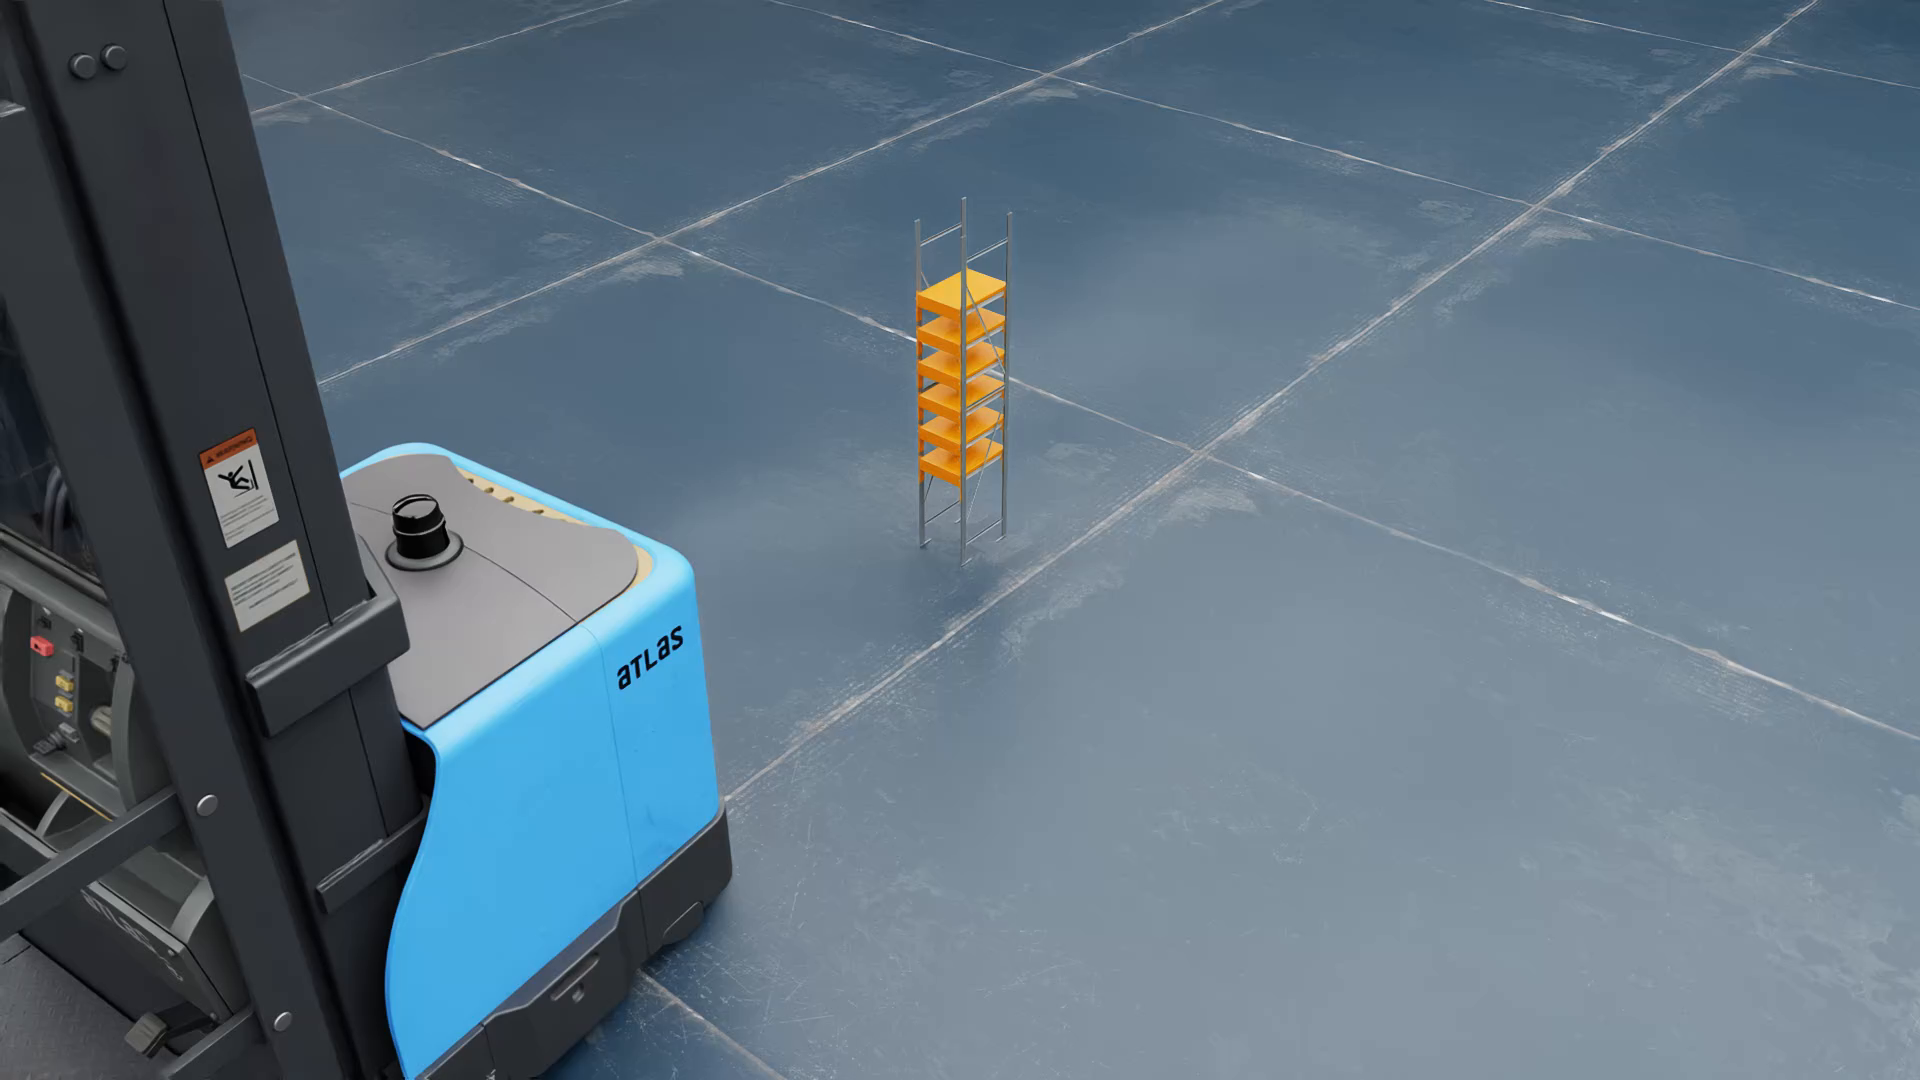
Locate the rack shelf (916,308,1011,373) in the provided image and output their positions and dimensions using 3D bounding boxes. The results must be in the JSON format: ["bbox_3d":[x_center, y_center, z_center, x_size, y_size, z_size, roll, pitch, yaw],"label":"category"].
[{"bbox_3d":[0.011,-0.651,5.292,0.180,0.103,0.258,25,42,32],"label":"rack shelf"}]

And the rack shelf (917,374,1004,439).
[{"bbox_3d":[0.011,-0.453,5.428,0.180,0.103,0.258,25,42,32],"label":"rack shelf"}]

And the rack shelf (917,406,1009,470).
[{"bbox_3d":[0.011,-0.354,5.496,0.180,0.103,0.258,25,42,32],"label":"rack shelf"}]

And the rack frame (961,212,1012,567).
[{"bbox_3d":[0.081,-0.456,5.354,0.006,1.200,0.240,25,42,32],"label":"rack frame"}]

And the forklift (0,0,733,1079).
[{"bbox_3d":[-1.845,0.247,2.802,1.130,2.935,3.031,21,40,28],"label":"forklift"}]

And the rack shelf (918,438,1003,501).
[{"bbox_3d":[0.011,-0.255,5.564,0.180,0.103,0.258,25,42,32],"label":"rack shelf"}]

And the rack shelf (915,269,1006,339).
[{"bbox_3d":[0.011,-0.749,5.224,0.180,0.103,0.258,25,42,32],"label":"rack shelf"}]

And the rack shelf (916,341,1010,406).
[{"bbox_3d":[0.011,-0.552,5.360,0.180,0.103,0.258,25,42,32],"label":"rack shelf"}]

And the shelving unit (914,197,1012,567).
[{"bbox_3d":[0.011,-0.489,5.403,0.189,1.200,0.258,25,42,32],"label":"shelving unit"}]

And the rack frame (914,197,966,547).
[{"bbox_3d":[-0.059,-0.523,5.451,0.006,1.200,0.240,25,42,32],"label":"rack frame"}]
